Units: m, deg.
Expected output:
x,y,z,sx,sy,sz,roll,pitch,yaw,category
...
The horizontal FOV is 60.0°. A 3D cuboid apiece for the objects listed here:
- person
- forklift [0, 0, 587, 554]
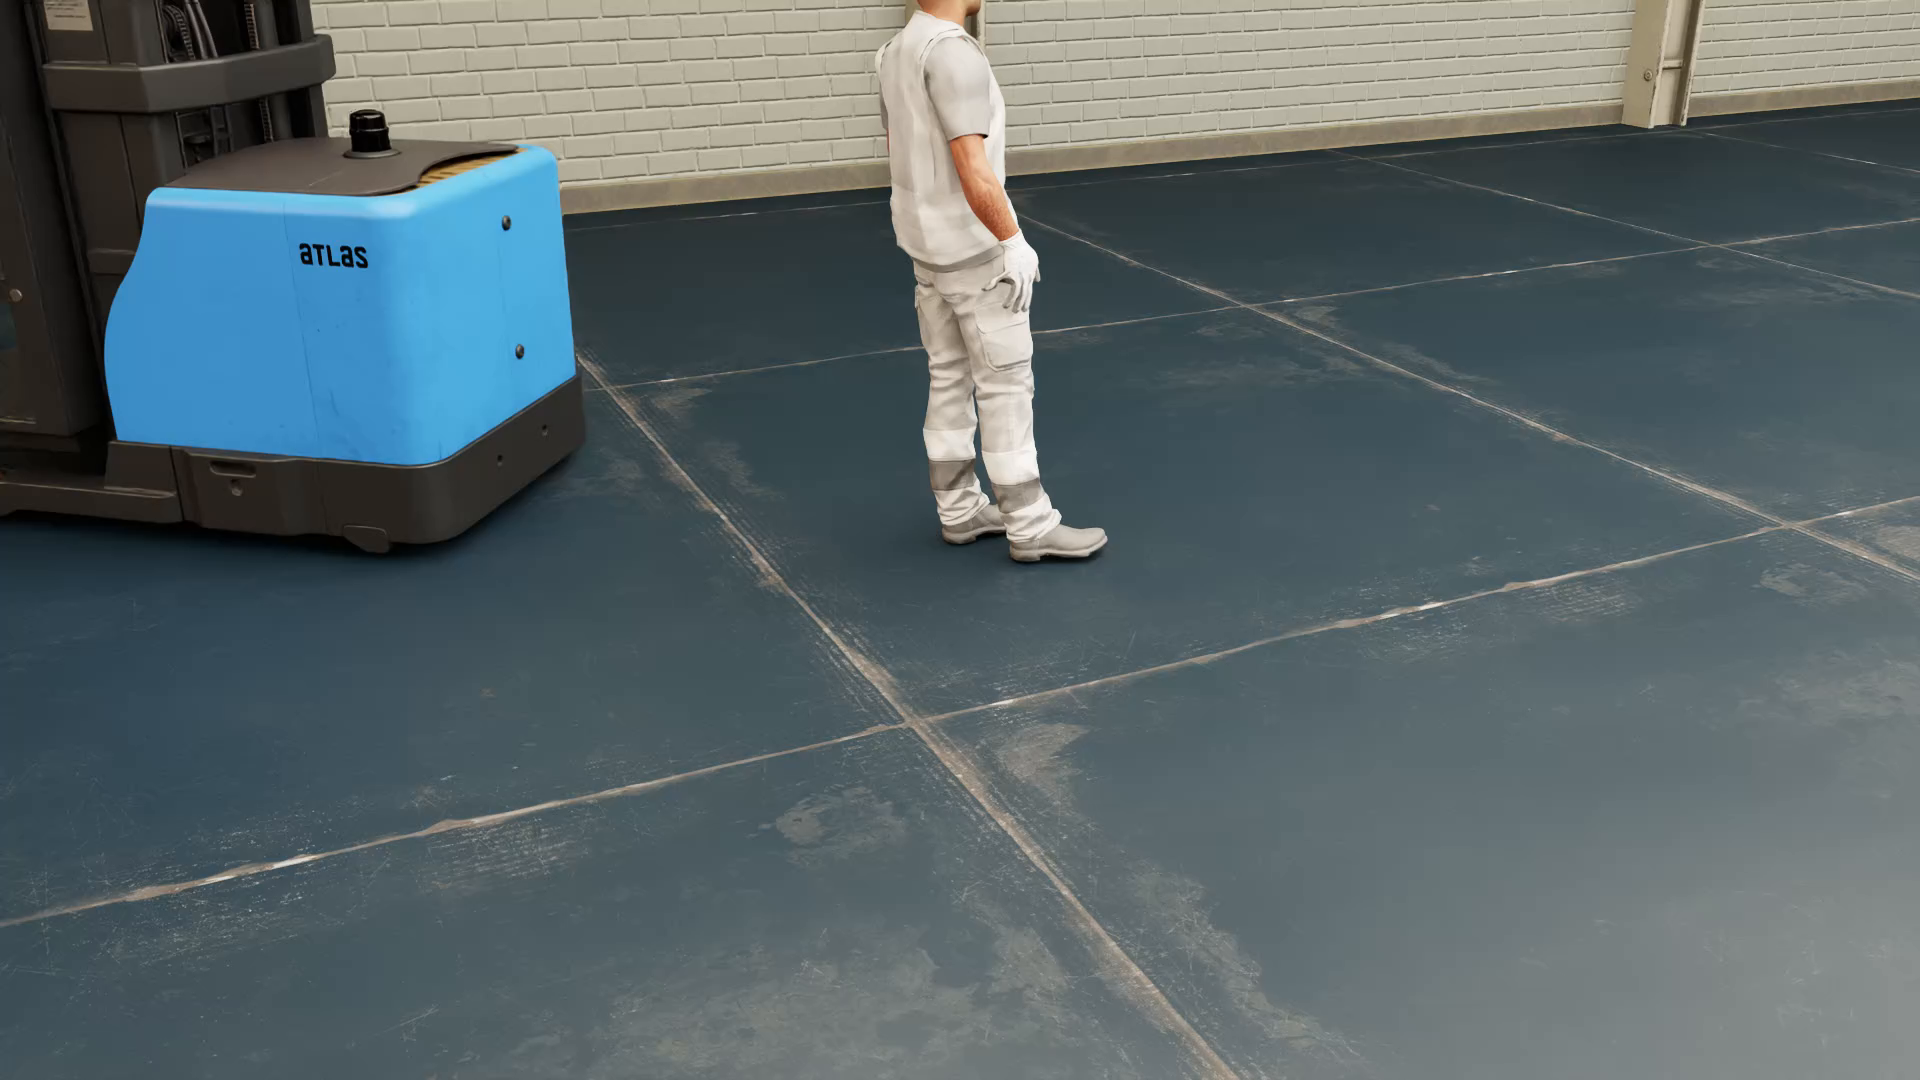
x,y,z,sx,sy,sz,roll,pitch,yaw,category
0.078,-0.842,4.784,0.562,1.789,0.638,-10,25,-23,person
-2.864,-1.598,5.132,3.031,2.935,1.130,5,23,12,forklift
